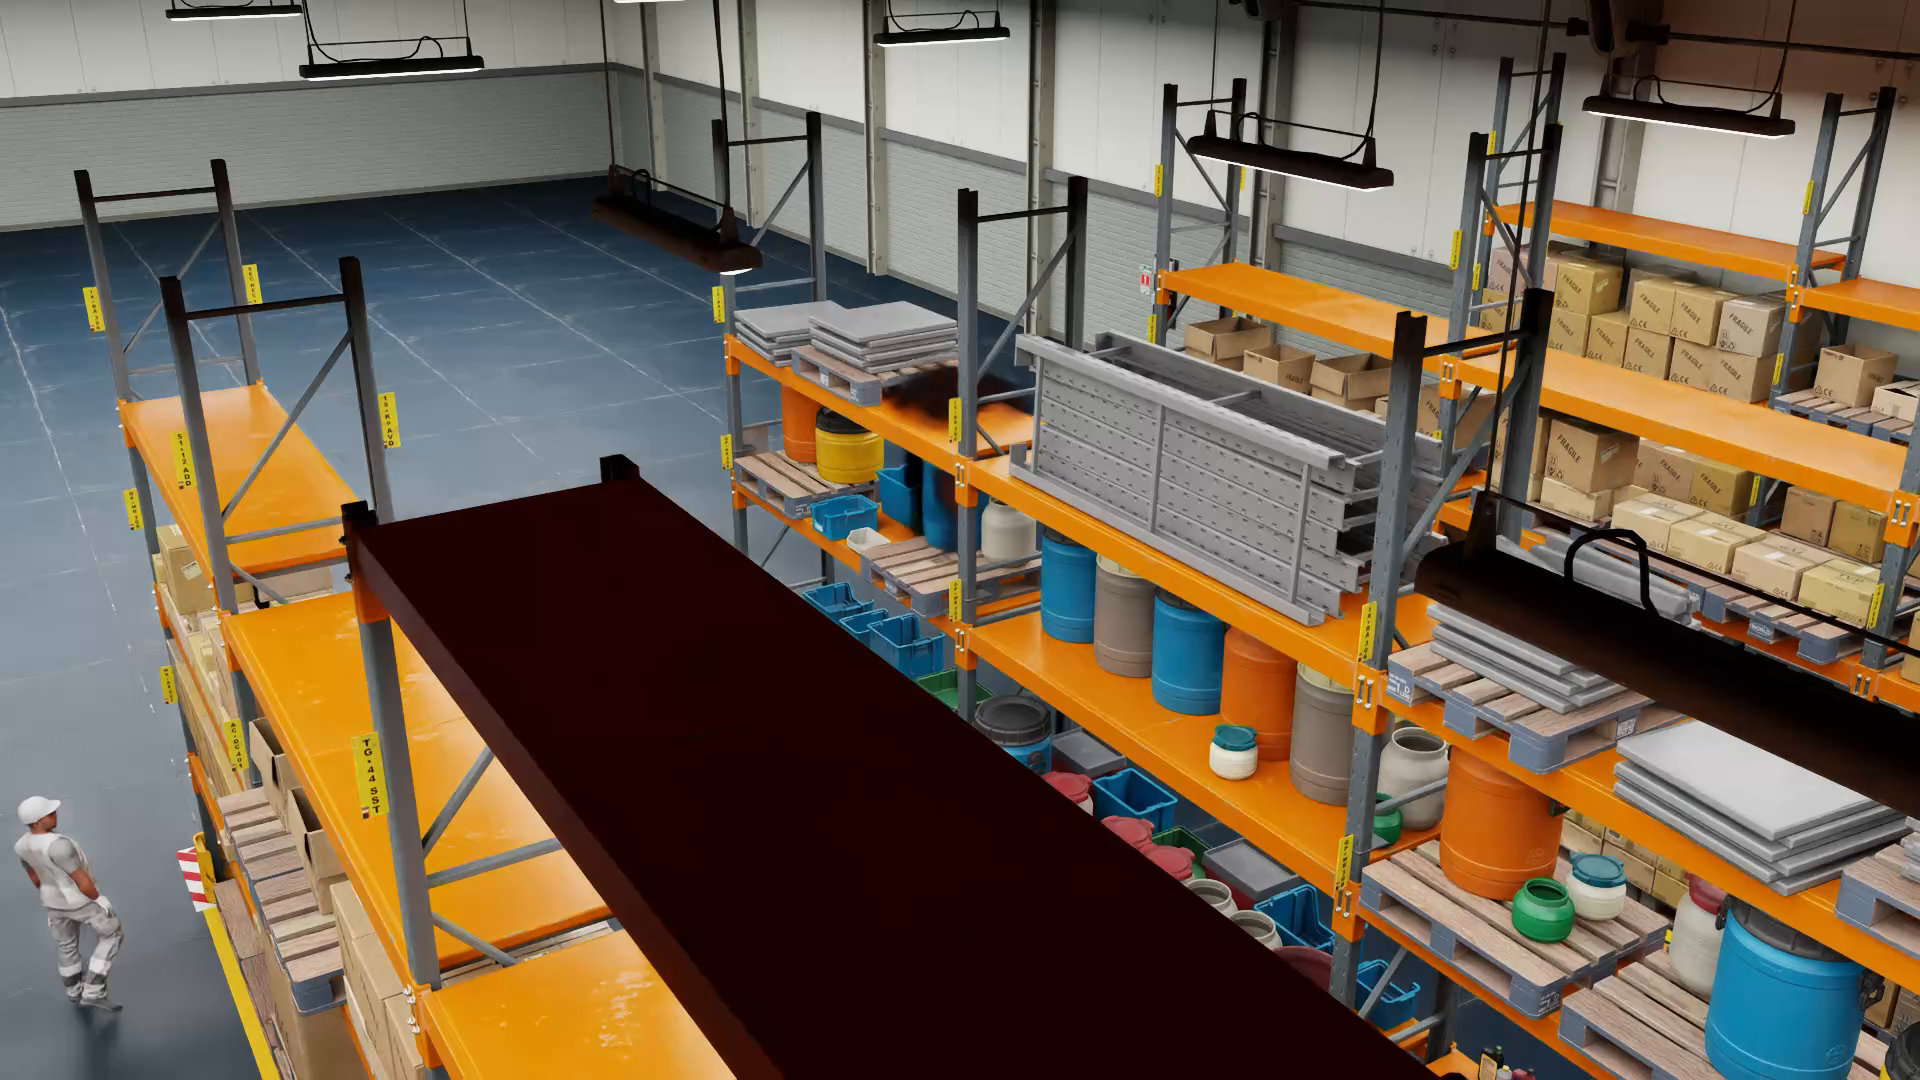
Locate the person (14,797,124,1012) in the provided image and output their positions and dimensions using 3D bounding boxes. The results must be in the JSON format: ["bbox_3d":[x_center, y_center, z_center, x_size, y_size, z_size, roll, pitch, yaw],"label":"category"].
[{"bbox_3d":[-6.579,2.677,12.301,0.639,1.786,0.492,4,22,11],"label":"person"}]
